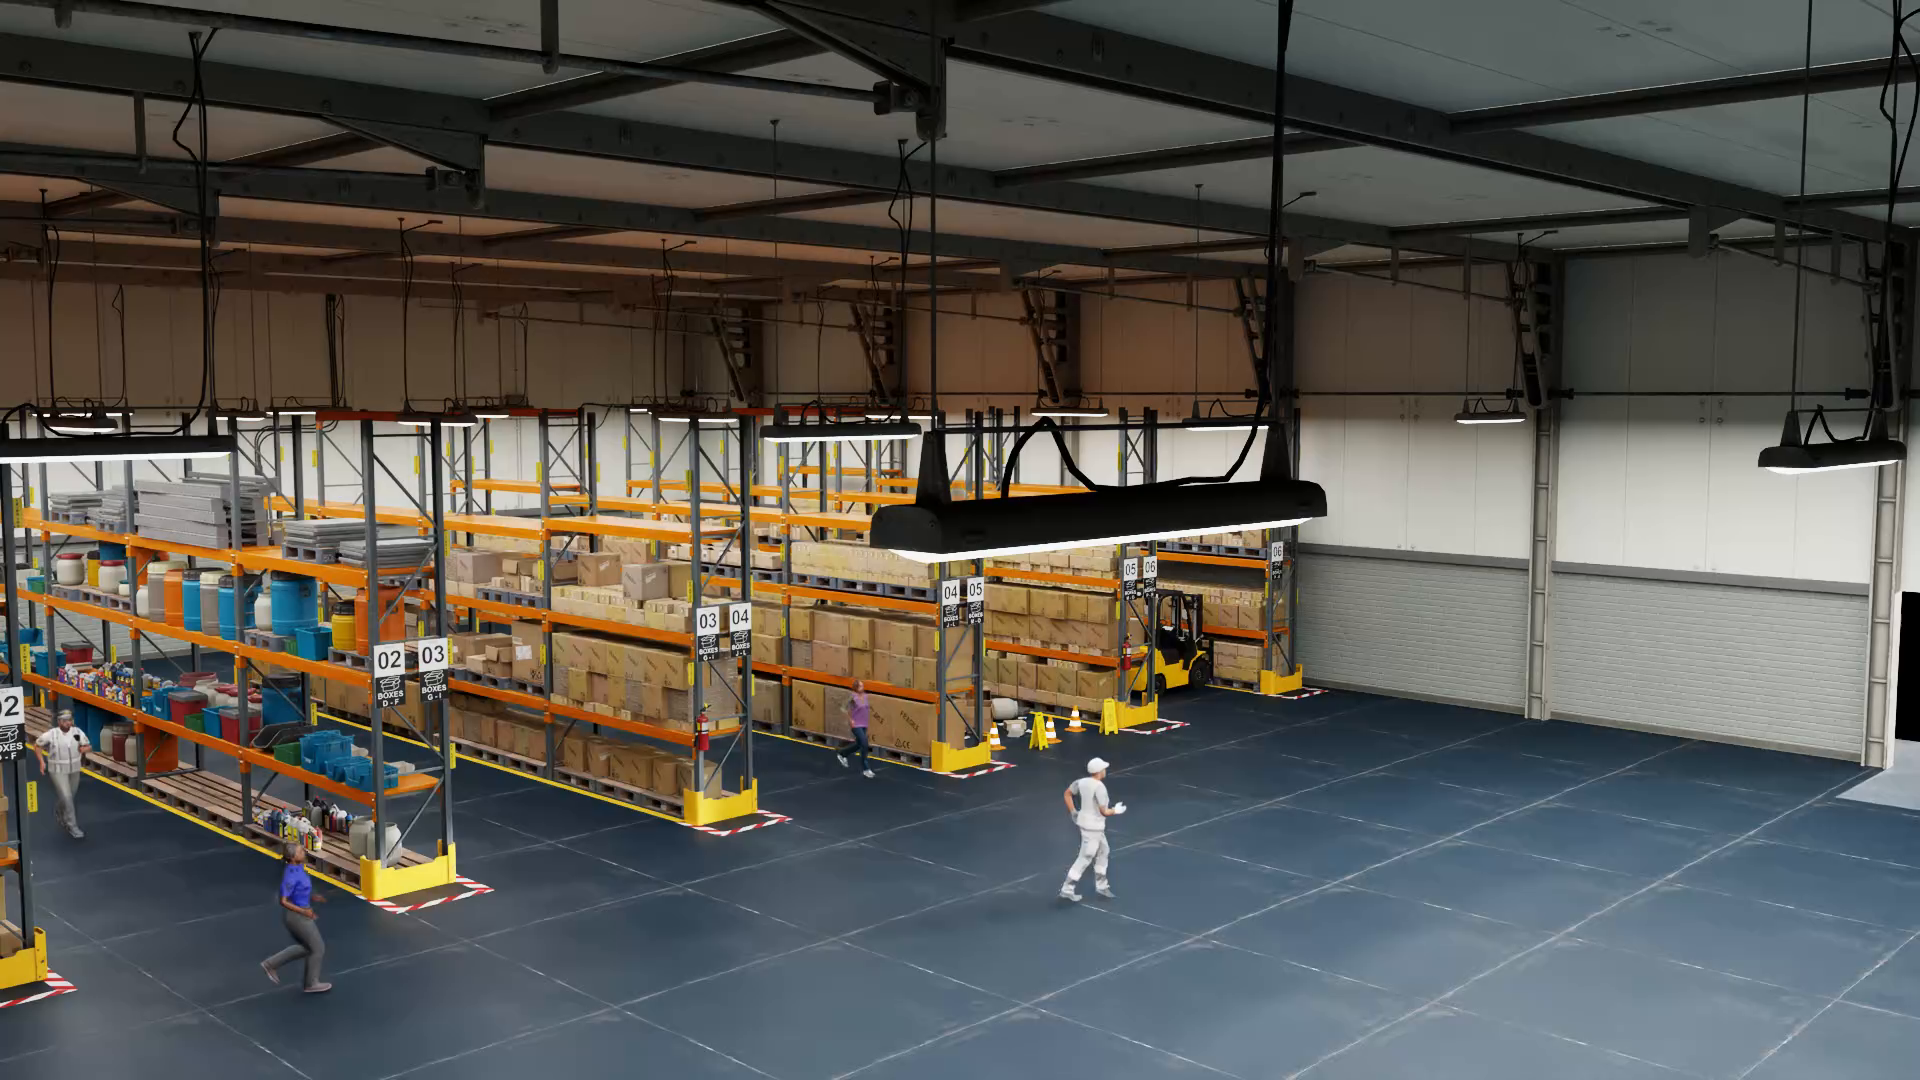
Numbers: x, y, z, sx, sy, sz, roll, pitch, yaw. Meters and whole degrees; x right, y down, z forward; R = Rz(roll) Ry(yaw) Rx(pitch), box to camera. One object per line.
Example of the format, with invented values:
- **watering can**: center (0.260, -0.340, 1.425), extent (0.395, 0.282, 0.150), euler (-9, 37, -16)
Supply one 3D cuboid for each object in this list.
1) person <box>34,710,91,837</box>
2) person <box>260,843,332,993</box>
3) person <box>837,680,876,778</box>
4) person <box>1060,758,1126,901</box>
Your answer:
- **person**: center (-12.853, 3.307, 23.890), extent (0.969, 1.791, 0.652), euler (4, 6, 36)
- **person**: center (-6.991, 3.983, 17.478), extent (0.681, 1.597, 0.580), euler (-2, 5, -20)
- **person**: center (-1.706, 3.109, 27.580), extent (0.802, 1.582, 0.528), euler (4, 6, 36)
- **person**: center (1.627, 3.612, 20.603), extent (0.865, 1.832, 0.592), euler (-1, 5, -16)
